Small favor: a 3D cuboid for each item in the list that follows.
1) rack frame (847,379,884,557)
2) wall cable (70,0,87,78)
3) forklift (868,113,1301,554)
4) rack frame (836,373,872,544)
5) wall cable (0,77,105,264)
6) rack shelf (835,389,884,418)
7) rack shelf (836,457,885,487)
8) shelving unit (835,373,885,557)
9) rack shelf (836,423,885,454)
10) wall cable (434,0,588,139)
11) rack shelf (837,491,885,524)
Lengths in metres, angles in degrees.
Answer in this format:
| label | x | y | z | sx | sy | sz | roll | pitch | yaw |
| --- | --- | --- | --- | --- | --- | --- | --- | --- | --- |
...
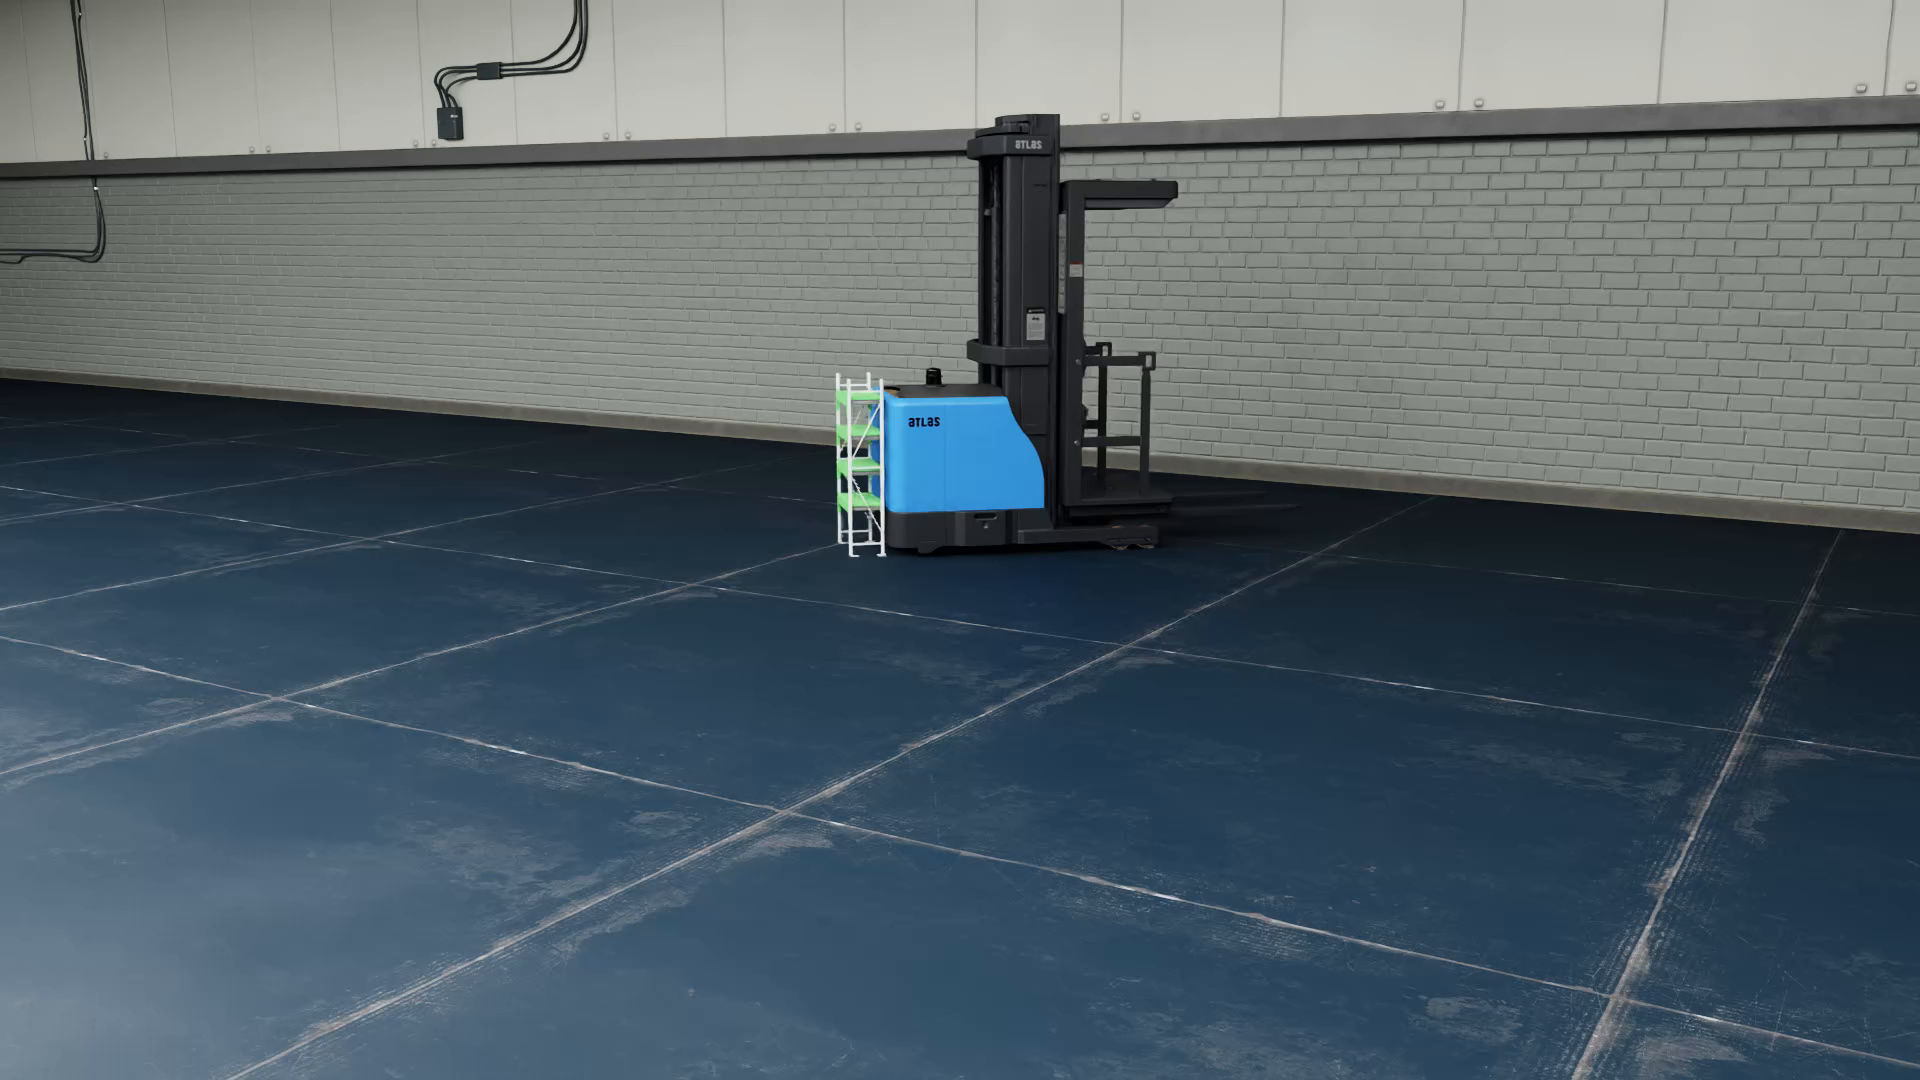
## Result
| label | x | y | z | sx | sy | sz | roll | pitch | yaw |
| --- | --- | --- | --- | --- | --- | --- | --- | --- | --- |
| rack frame | -0.632 | -0.482 | 11.182 | 0.240 | 1.200 | 0.015 | -2 | 11 | -13 |
| wall cable | -10.804 | -7.403 | 21.669 | 3.097 | 2.526 | 0.112 | 6 | 12 | 31 |
| forklift | 0.907 | -1.464 | 11.725 | 3.031 | 2.935 | 1.130 | -2 | 11 | -12 |
| rack frame | -0.741 | -0.569 | 11.649 | 0.240 | 1.200 | 0.015 | -2 | 11 | -13 |
| wall cable | -13.116 | -5.179 | 23.514 | 3.097 | 2.526 | 0.112 | 6 | 12 | 31 |
| rack shelf | -0.686 | -0.935 | 11.339 | 0.258 | 0.148 | 0.480 | -2 | 11 | -13 |
| rack shelf | -0.687 | -0.463 | 11.427 | 0.258 | 0.148 | 0.480 | -2 | 11 | -13 |
| shelving unit | -0.687 | -0.526 | 11.415 | 0.258 | 1.200 | 0.503 | -2 | 11 | -13 |
| rack shelf | -0.687 | -0.699 | 11.383 | 0.258 | 0.148 | 0.480 | -2 | 11 | -13 |
| wall cable | -5.011 | -7.467 | 18.057 | 2.305 | 6.003 | 0.169 | 6 | 12 | 31 |
| rack shelf | -0.687 | -0.227 | 11.471 | 0.258 | 0.148 | 0.480 | -2 | 11 | -13 |
